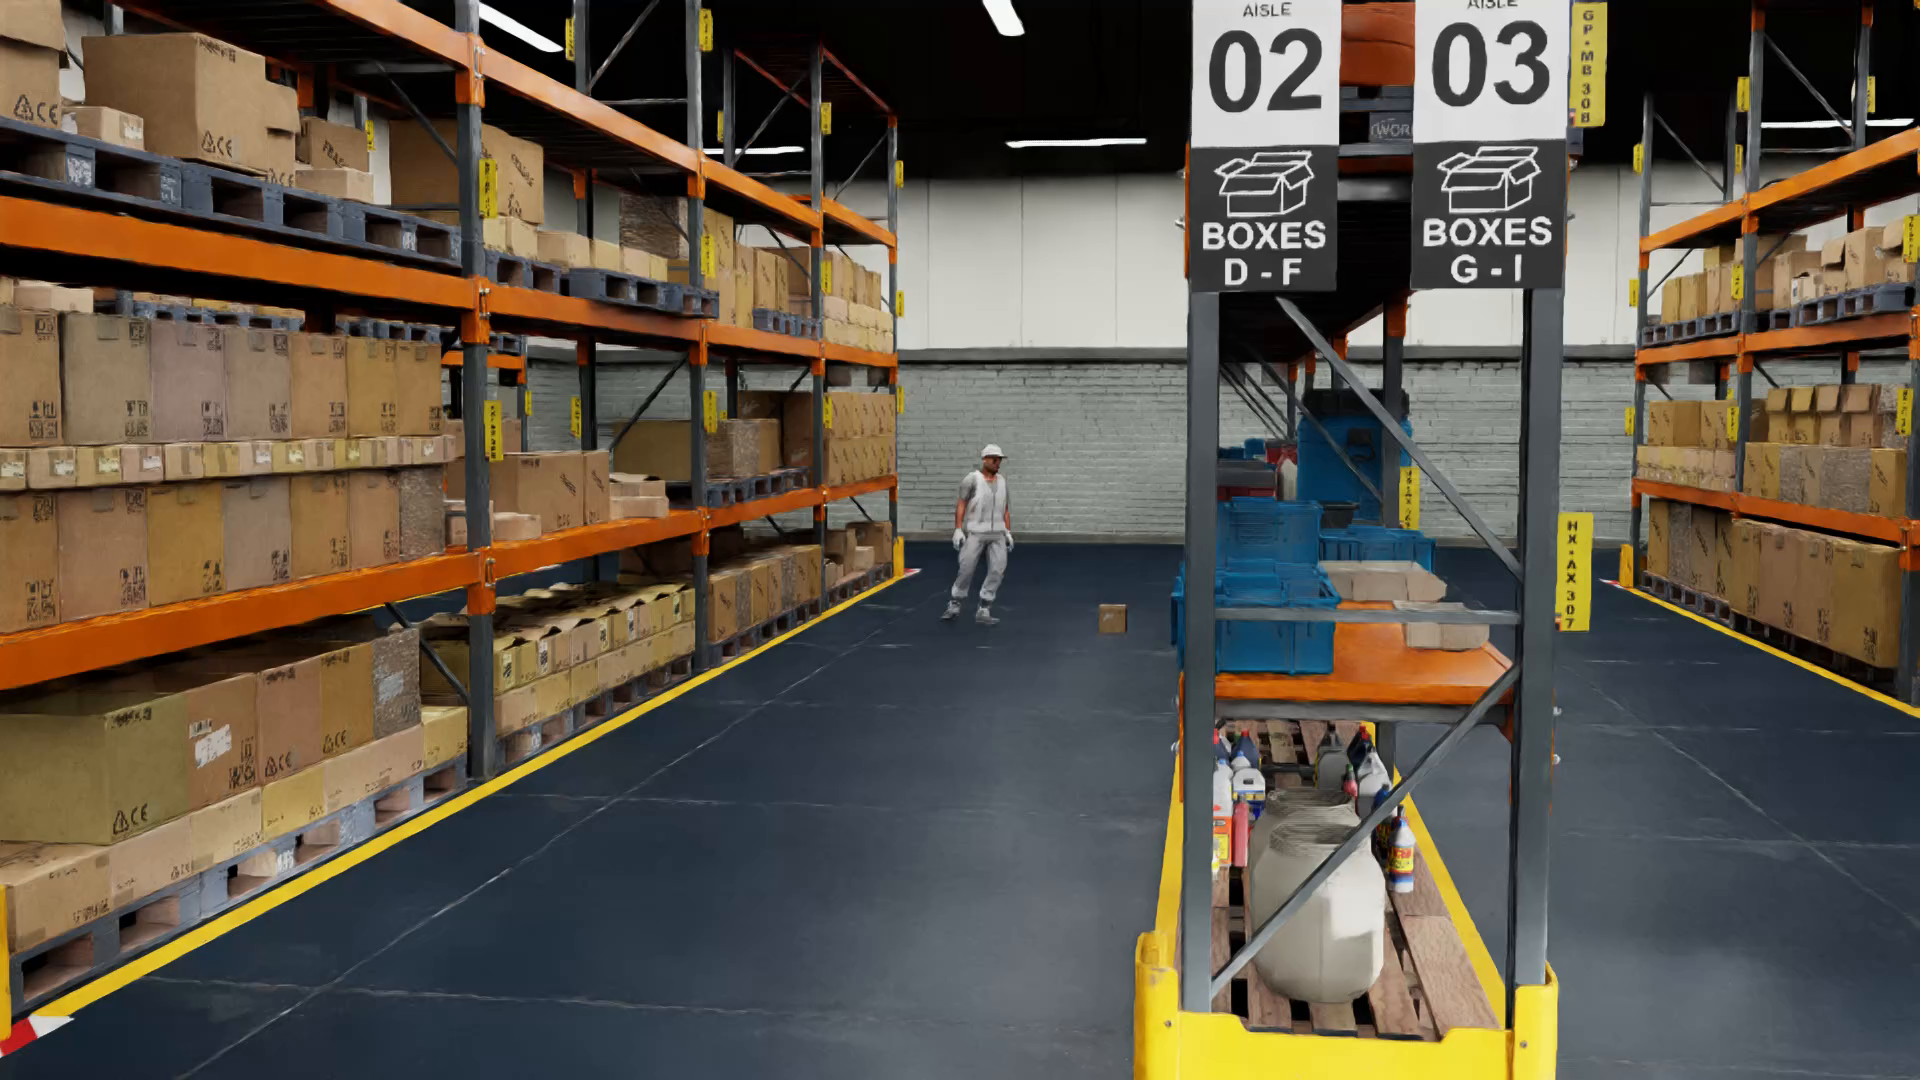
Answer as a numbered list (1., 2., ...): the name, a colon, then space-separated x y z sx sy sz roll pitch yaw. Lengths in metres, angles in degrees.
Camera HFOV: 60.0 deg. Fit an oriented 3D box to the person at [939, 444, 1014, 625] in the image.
1. person: 0.155 -0.057 16.290 0.721 1.764 0.508 -2 5 -25
